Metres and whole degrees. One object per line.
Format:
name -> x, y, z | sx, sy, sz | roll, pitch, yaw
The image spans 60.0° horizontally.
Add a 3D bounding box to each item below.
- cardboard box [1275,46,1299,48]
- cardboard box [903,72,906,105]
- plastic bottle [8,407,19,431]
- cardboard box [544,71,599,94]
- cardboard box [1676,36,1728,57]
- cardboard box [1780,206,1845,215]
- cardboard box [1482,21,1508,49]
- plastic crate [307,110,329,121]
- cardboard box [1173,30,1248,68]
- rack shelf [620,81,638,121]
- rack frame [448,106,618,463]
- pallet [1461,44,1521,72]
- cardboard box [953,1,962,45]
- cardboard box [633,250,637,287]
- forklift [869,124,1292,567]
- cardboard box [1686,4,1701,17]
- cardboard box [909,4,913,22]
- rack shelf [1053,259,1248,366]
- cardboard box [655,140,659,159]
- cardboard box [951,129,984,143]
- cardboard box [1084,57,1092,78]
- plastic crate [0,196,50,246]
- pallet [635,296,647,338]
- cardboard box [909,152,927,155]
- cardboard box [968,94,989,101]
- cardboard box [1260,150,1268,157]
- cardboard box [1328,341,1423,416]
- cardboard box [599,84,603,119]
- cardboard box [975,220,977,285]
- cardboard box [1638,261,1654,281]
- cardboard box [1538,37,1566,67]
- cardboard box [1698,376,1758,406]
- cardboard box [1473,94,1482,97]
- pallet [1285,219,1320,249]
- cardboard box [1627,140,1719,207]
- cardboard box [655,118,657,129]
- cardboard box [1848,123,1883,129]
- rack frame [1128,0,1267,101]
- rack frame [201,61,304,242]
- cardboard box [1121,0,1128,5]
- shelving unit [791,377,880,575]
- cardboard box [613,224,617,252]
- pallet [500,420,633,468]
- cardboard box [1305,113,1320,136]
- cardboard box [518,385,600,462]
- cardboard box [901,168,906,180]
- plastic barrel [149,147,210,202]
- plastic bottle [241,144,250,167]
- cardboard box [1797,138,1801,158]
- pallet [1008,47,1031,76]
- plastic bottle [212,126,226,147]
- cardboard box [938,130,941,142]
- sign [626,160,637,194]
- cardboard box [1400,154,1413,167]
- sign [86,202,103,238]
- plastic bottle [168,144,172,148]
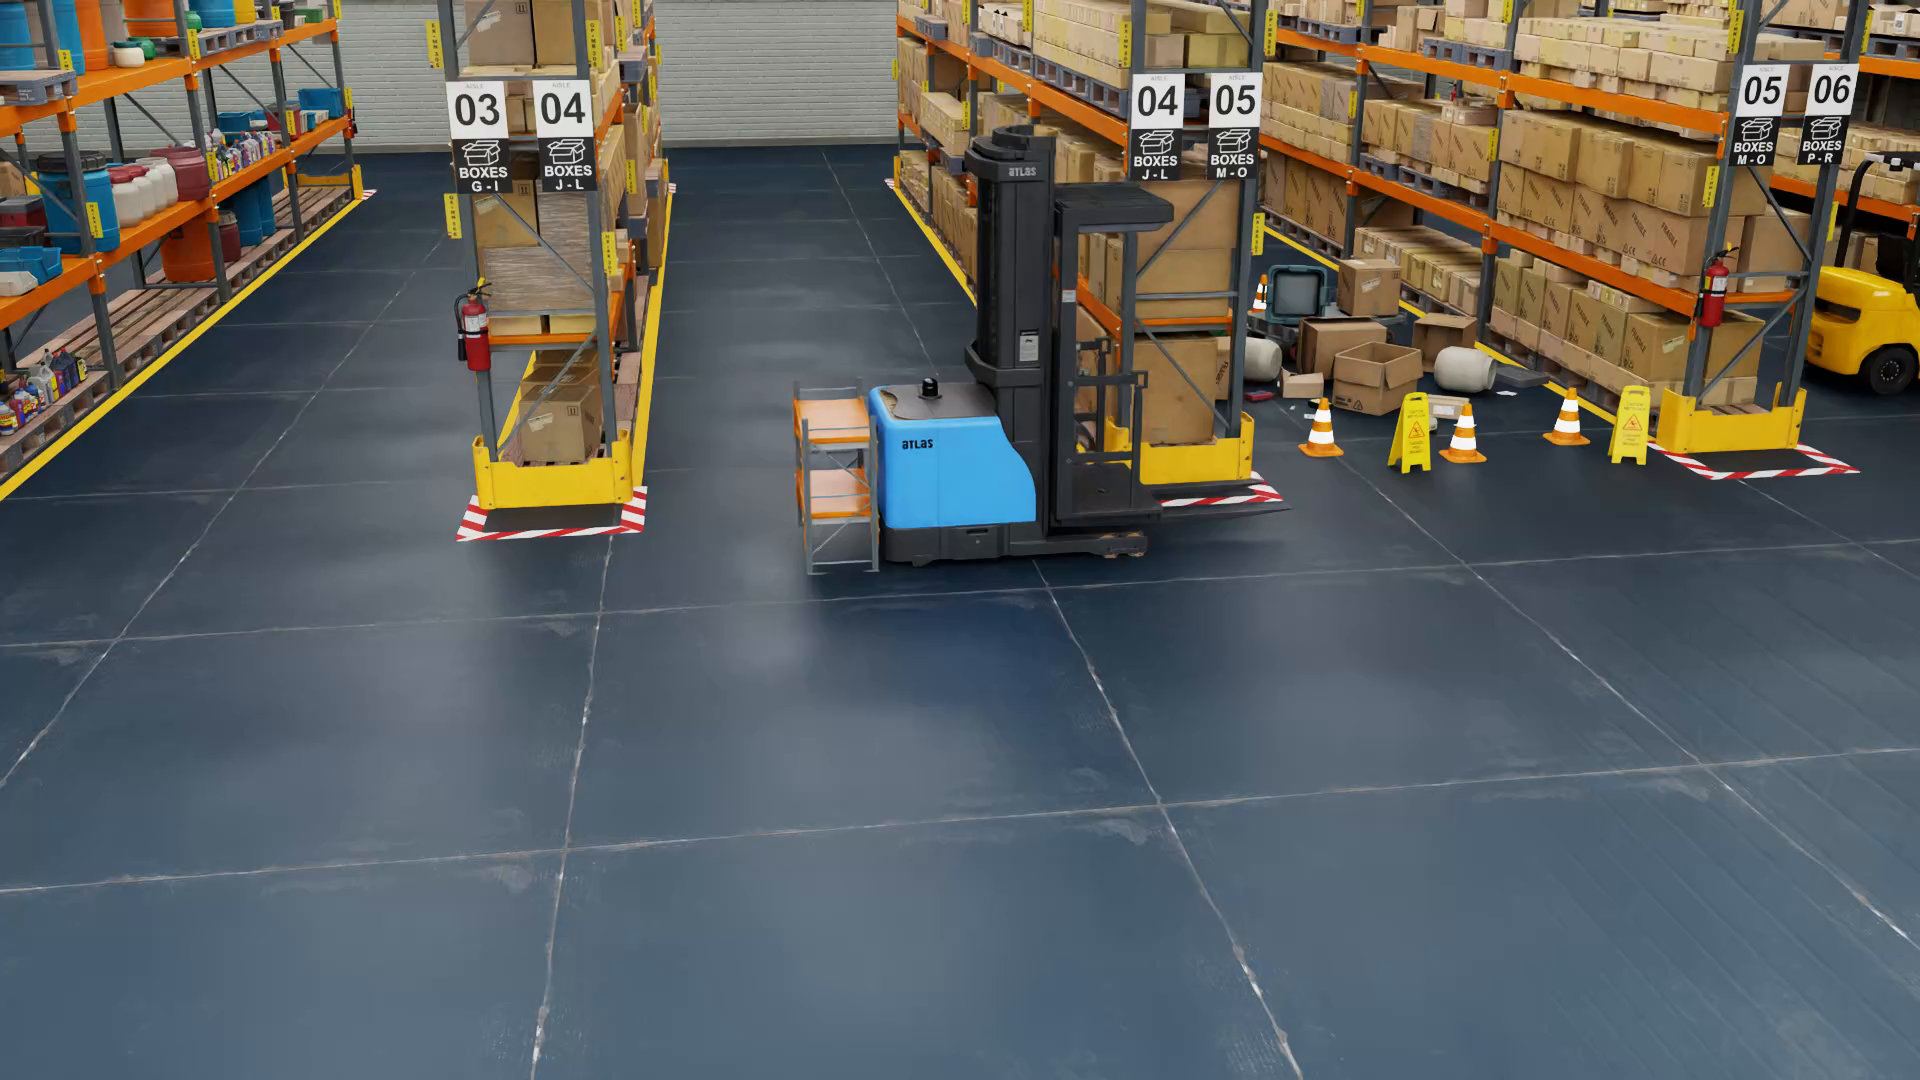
cardboard box -> 5.001, -7.472, 25.435 | 0.380, 0.149, 0.250 | -3, 21, -8
cardboard box -> -0.646, -7.289, 26.876 | 0.500, 0.500, 0.500 | -3, 21, -8
plastic bottle -> -8.025, -1.026, 14.046 | 0.097, 0.201, 0.097 | 0, 20, 0
cardboard box -> -2.908, -3.424, 12.455 | 0.380, 0.149, 0.250 | -2, 21, -7
cardboard box -> 6.256, -4.143, 13.953 | 0.380, 0.149, 0.250 | -3, 21, -8
cardboard box -> 10.587, -3.864, 21.069 | 0.875, 0.625, 0.625 | -2, 21, -6
cardboard box -> 5.847, -5.312, 17.480 | 0.500, 0.250, 0.500 | -3, 21, -9
plastic crate -> -10.067, -6.622, 25.951 | 0.396, 0.136, 0.243 | -3, 21, -8
cardboard box -> 1.951, -3.814, 12.900 | 0.500, 0.250, 0.500 | -3, 21, -8
rack shelf -> -4.021, -4.847, 17.647 | 1.077, 0.370, 4.000 | -3, 21, -8
rack frame -> -3.156, -1.701, 12.484 | 1.000, 3.000, 0.127 | -3, 21, -8
pallet -> 6.091, -5.122, 17.625 | 1.213, 0.211, 1.003 | -3, 21, -8
cardboard box -> 0.195, -6.496, 20.890 | 0.500, 0.500, 0.500 | -3, 21, -8
cardboard box -> -4.193, -3.275, 19.642 | 0.700, 0.500, 0.500 | -4, 21, -11
forklift -> 0.888, -1.419, 11.826 | 3.031, 2.935, 1.130 | -4, 21, -9
cardboard box -> 10.010, -7.122, 22.354 | 0.380, 0.149, 0.250 | -3, 21, -8
cardboard box -> -0.505, -8.083, 25.498 | 0.500, 0.250, 0.500 | -3, 21, -8
rack shelf -> 1.479, -2.272, 15.040 | 1.077, 0.370, 4.000 | -3, 21, -8
cardboard box -> -5.031, -5.601, 25.363 | 0.875, 0.875, 0.875 | -3, 21, -8
cardboard box -> 0.092, -5.053, 20.791 | 0.380, 0.149, 0.250 | -2, 21, -7
cardboard box -> 1.237, -3.898, 13.694 | 0.380, 0.149, 0.250 | -3, 21, -9
plastic crate -> -9.006, -3.018, 15.919 | 0.402, 0.464, 0.583 | -3, 21, -8
pallet -> -4.025, -2.473, 18.535 | 1.003, 0.211, 1.213 | -3, 21, -8
cardboard box -> -0.641, -6.308, 27.442 | 0.380, 0.149, 0.250 | -3, 21, -7
cardboard box -> 0.328, -6.207, 23.455 | 0.380, 0.149, 0.250 | -4, 21, -9
cardboard box -> 4.679, -6.197, 27.583 | 0.875, 0.438, 0.875 | -2, 21, -6
cardboard box -> 3.892, -1.512, 15.545 | 0.637, 0.503, 0.797 | 17, 27, 39
cardboard box -> -3.050, -3.394, 12.944 | 0.500, 0.250, 0.500 | -3, 21, -9
cardboard box -> 0.742, -3.311, 19.409 | 1.050, 0.750, 0.750 | -3, 21, -7
cardboard box -> 6.223, -2.374, 14.644 | 0.380, 0.149, 0.250 | -3, 21, -9
cardboard box -> 5.950, -4.716, 16.058 | 0.500, 0.250, 0.500 | -3, 21, -8
cardboard box -> 6.808, -1.403, 15.015 | 0.500, 0.250, 0.500 | -3, 21, -8
cardboard box -> 9.114, -7.661, 28.800 | 0.380, 0.149, 0.250 | -2, 21, -6
pallet -> 5.286, -4.363, 23.595 | 1.003, 0.211, 1.213 | -3, 21, -8
cardboard box -> 6.296, -3.197, 14.492 | 0.700, 0.500, 0.500 | -3, 21, -7
cardboard box -> -4.786, -6.306, 25.172 | 0.380, 0.149, 0.250 | -3, 21, -7
cardboard box -> 10.896, -4.940, 20.086 | 0.380, 0.149, 0.250 | -2, 21, -6
rack frame -> 1.767, -4.727, 12.010 | 1.000, 3.000, 0.127 | -3, 21, -8
rack frame -> -9.787, -5.606, 22.939 | 1.000, 3.000, 0.127 | -3, 21, -8
cardboard box -> 1.666, -4.834, 15.062 | 0.380, 0.149, 0.250 | -3, 21, -7
shelving unit -> -0.894, -0.475, 11.879 | 0.538, 1.125, 1.048 | -3, 21, -8
cardboard box -> -3.520, -2.770, 14.778 | 0.875, 0.500, 0.500 | -3, 21, -8
pallet -> -3.249, -0.704, 13.800 | 1.003, 0.211, 1.213 | -3, 21, -8
cardboard box -> 5.005, -5.643, 22.538 | 0.500, 0.250, 0.500 | -3, 21, -9
cardboard box -> -3.229, -0.944, 13.429 | 0.500, 0.500, 0.500 | 1, 20, 2
cardboard box -> -0.781, -6.120, 27.788 | 0.380, 0.149, 0.250 | -2, 21, -7
plastic barrel -> -8.843, -4.139, 18.818 | 0.600, 0.536, 0.708 | -3, 21, -8
plastic bottle -> -9.153, -4.925, 21.283 | 0.061, 0.283, 0.133 | -3, 21, -8
cardboard box -> 10.458, -4.689, 19.984 | 0.500, 0.250, 0.500 | -3, 21, -7
pallet -> 1.009, -4.932, 17.120 | 0.805, 0.209, 1.217 | -4, 21, -10
plastic bottle -> -10.051, -5.431, 22.540 | 0.144, 0.351, 0.185 | -3, 21, -8
cardboard box -> -0.092, -5.357, 22.031 | 0.380, 0.149, 0.250 | -2, 21, -6
sign -> -3.197, -3.522, 16.121 | 0.100, 0.325, 0.005 | -3, 21, -8
cardboard box -> 5.493, -4.555, 19.885 | 0.380, 0.149, 0.250 | -2, 21, -5
sign -> -8.088, -2.990, 15.538 | 0.100, 0.325, 0.005 | -3, 21, -8
plastic bottle -> -9.837, -4.770, 20.770 | 0.144, 0.351, 0.185 | -3, 21, -8
